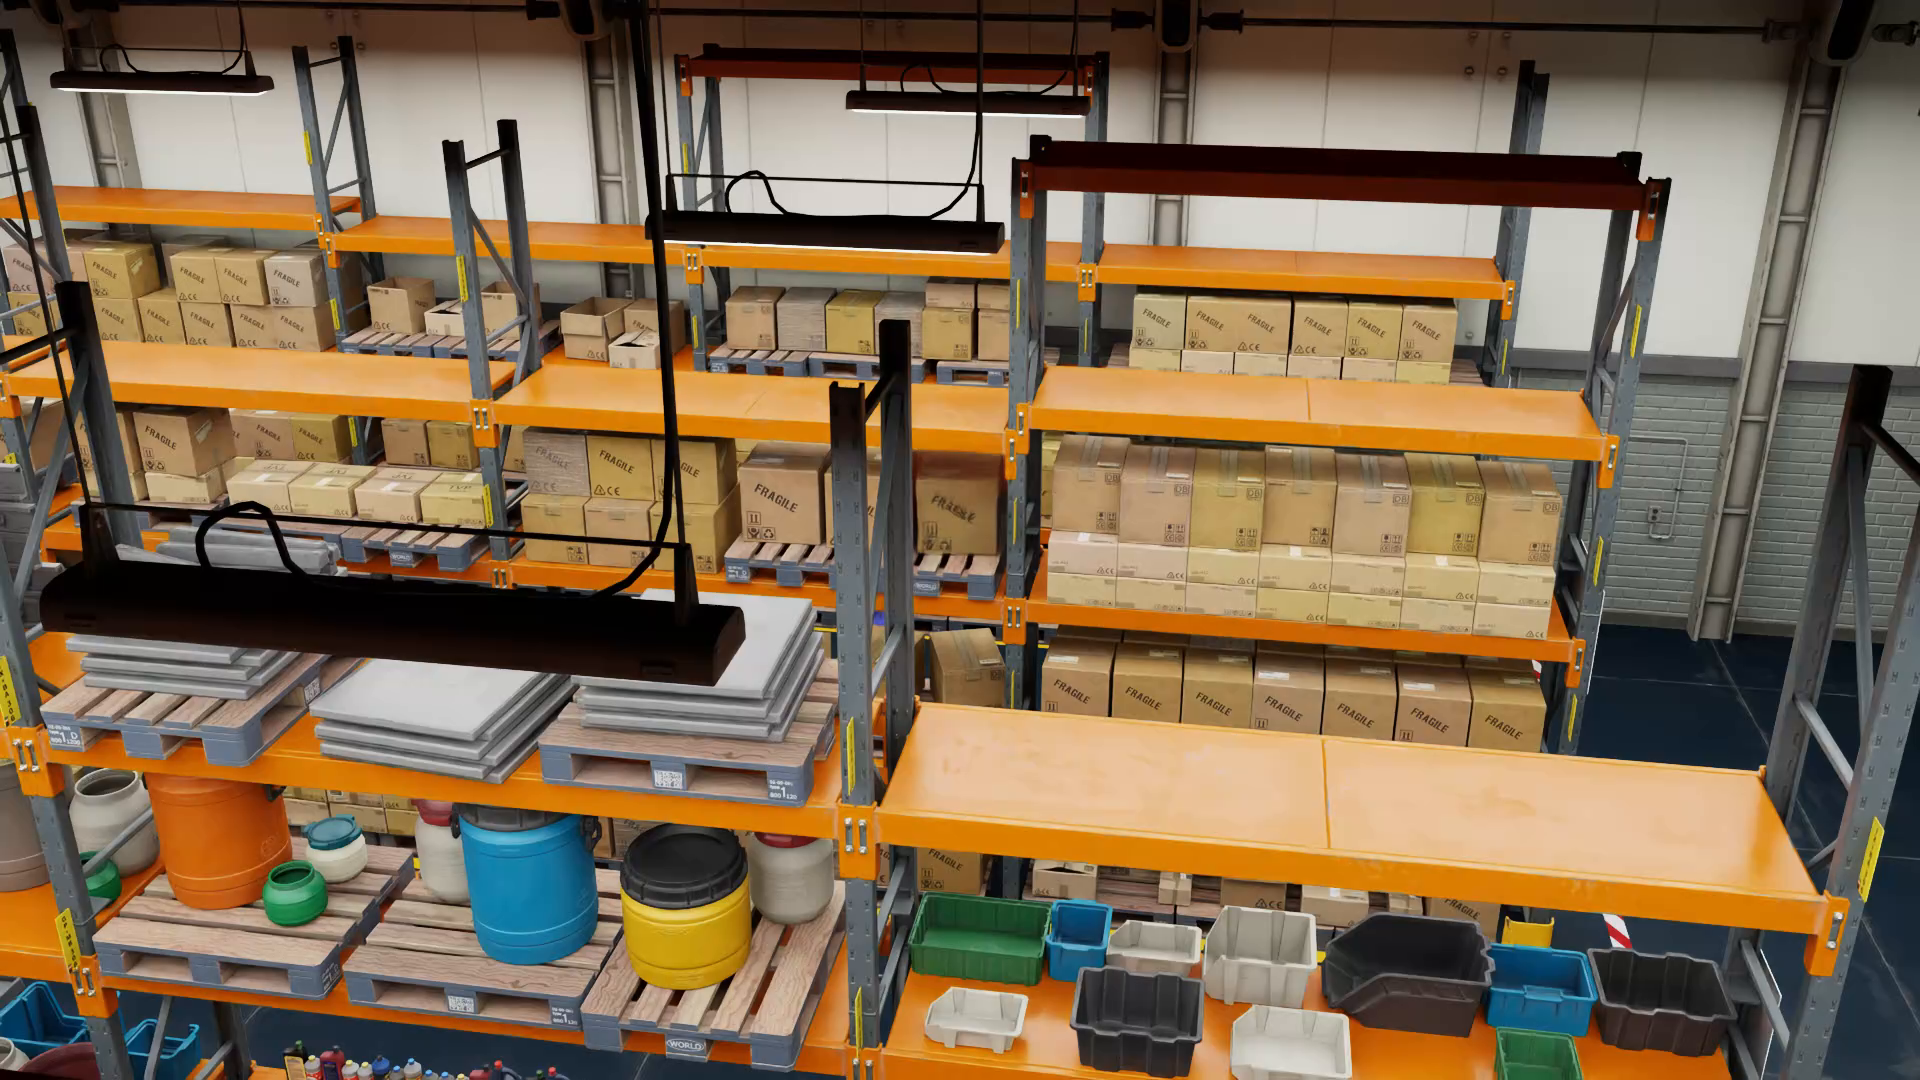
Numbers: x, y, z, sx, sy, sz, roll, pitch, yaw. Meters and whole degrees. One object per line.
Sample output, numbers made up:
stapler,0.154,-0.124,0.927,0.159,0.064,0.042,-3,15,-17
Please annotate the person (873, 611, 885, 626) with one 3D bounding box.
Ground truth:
person,-0.812,1.148,15.537,0.977,1.605,0.470,-2,23,-5
